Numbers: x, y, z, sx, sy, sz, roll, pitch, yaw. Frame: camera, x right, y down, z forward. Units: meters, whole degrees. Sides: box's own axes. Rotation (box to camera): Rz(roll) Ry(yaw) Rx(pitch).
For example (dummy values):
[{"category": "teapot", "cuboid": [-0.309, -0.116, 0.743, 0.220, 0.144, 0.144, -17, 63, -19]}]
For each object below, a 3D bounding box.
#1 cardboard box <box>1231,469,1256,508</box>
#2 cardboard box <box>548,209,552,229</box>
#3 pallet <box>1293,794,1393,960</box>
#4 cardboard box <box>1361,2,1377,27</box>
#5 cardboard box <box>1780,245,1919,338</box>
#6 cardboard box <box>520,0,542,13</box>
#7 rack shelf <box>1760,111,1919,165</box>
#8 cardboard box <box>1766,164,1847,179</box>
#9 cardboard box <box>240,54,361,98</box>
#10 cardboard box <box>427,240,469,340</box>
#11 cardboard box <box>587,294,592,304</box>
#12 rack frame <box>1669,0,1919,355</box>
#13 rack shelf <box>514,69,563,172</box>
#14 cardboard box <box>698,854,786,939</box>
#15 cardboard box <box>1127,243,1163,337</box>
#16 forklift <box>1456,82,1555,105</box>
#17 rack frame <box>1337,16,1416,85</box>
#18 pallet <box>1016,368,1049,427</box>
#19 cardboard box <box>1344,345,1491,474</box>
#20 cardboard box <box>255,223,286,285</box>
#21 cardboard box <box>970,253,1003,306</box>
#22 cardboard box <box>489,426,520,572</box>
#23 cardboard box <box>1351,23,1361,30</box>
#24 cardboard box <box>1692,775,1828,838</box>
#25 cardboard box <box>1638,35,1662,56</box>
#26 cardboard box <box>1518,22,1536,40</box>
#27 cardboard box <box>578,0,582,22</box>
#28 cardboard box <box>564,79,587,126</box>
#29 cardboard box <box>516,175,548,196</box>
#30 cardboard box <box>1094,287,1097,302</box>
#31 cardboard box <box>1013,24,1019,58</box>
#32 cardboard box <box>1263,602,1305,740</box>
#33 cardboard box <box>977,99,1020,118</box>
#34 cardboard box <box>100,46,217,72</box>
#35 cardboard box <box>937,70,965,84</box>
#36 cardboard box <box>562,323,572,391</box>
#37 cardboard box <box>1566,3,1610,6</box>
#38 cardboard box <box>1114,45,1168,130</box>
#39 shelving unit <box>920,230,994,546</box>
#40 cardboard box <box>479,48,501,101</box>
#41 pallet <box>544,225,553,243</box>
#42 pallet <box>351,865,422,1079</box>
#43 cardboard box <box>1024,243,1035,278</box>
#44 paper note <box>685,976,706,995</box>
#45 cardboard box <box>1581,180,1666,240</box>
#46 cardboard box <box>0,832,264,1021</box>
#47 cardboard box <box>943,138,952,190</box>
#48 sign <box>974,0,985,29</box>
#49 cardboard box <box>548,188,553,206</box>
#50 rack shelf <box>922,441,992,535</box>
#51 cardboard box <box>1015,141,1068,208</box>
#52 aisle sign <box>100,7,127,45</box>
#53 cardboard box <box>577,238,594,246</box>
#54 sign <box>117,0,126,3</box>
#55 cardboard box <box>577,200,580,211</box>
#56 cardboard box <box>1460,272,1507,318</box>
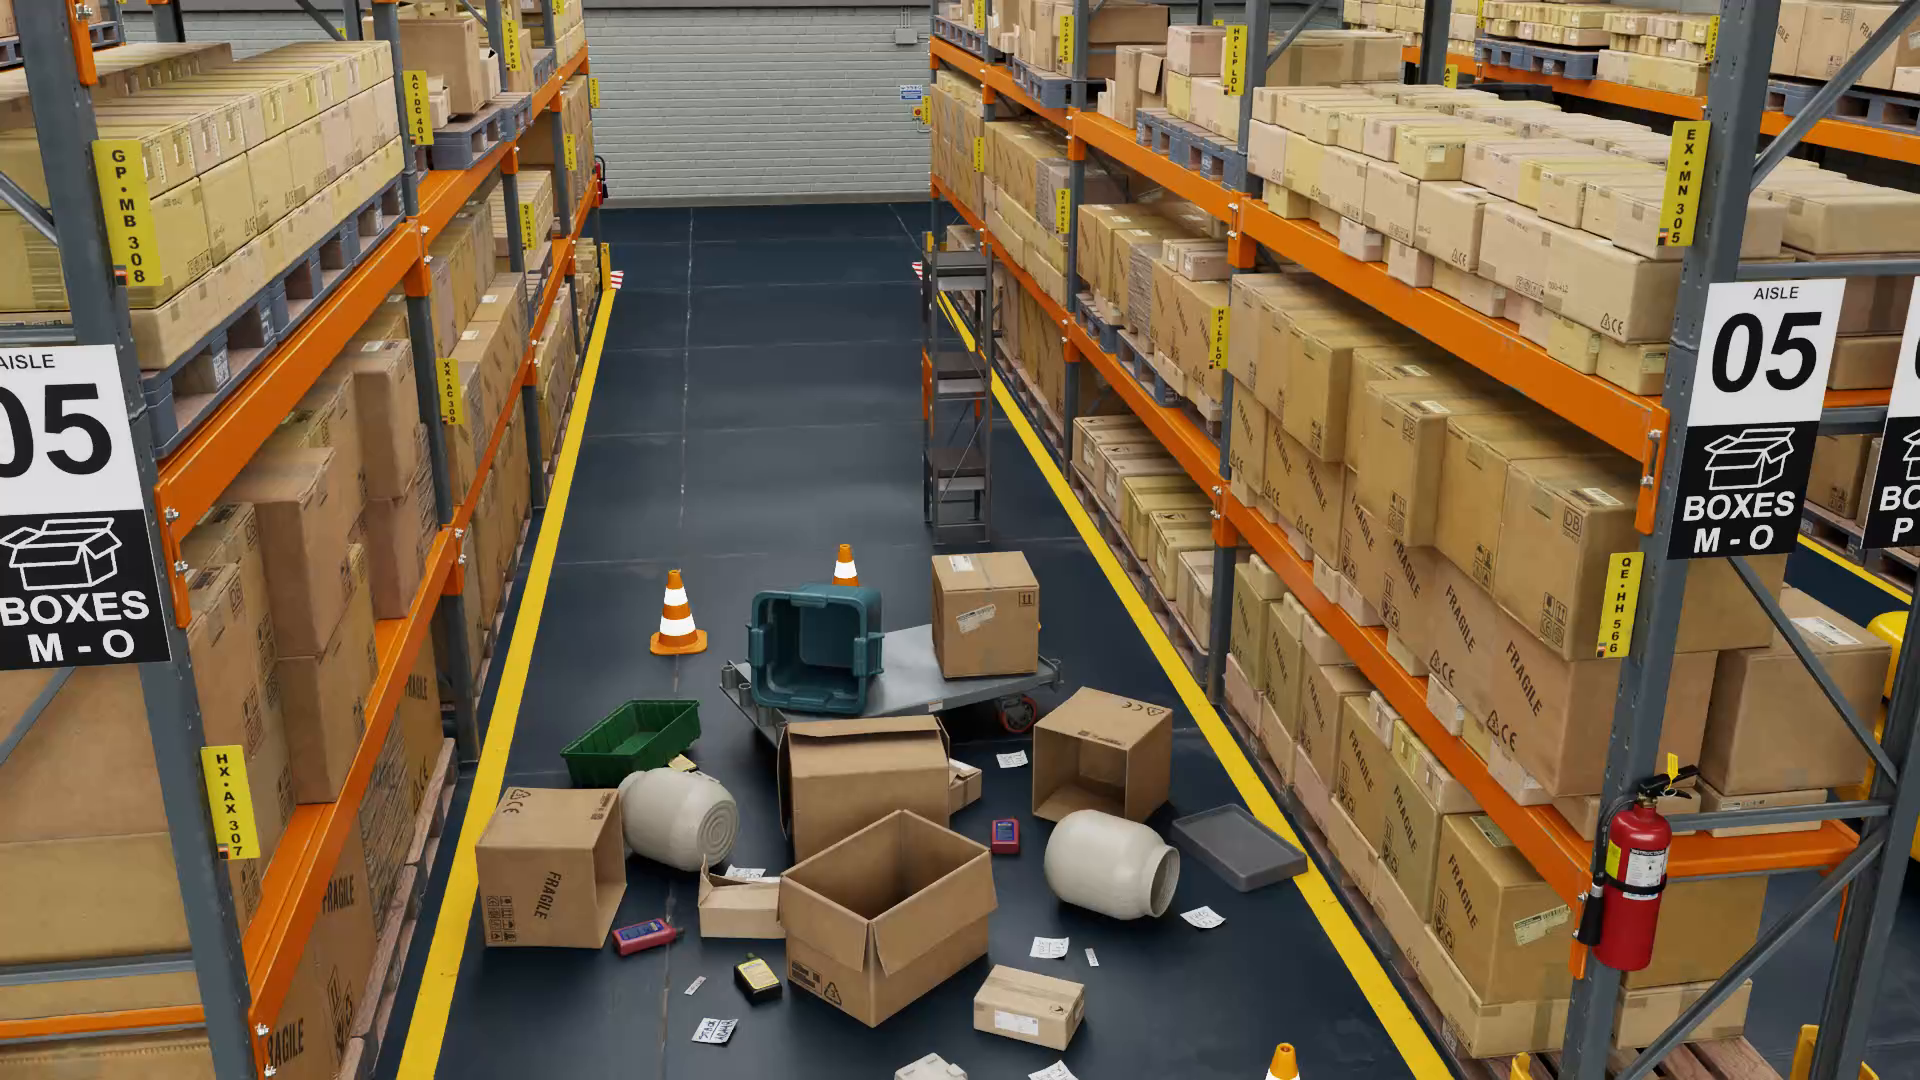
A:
[{"category": "cardboard box", "cuboid": [1.613, -0.282, 8.544, 0.380, 0.149, 0.250, -3, 21, -8]}, {"category": "cardboard box", "cuboid": [-3.861, -2.872, 14.878, 0.380, 0.149, 0.250, -3, 21, -7]}, {"category": "pallet", "cuboid": [2.196, 1.435, 7.572, 1.003, 0.211, 1.213, -3, 21, -8]}, {"category": "cardboard box", "cuboid": [4.954, -6.064, 19.166, 0.500, 0.250, 0.500, -3, 21, -7]}, {"category": "cardboard box", "cuboid": [2.653, -0.802, 5.079, 0.500, 0.250, 0.500, -3, 21, -9]}, {"category": "cardboard box", "cuboid": [-3.954, -4.879, 15.136, 0.380, 0.149, 0.250, -3, 21, -9]}, {"category": "rack shelf", "cuboid": [6.508, -2.538, 10.964, 1.077, 0.370, 4.000, -3, 21, -8]}, {"category": "cardboard box", "cuboid": [2.585, -1.111, 5.336, 0.380, 0.149, 0.250, -3, 21, -8]}, {"category": "cardboard box", "cuboid": [-2.523, -1.774, 6.367, 0.380, 0.149, 0.250, -3, 21, -7]}, {"category": "cardboard box", "cuboid": [-3.296, -1.455, 9.754, 0.700, 0.500, 0.500, -3, 21, -8]}, {"category": "cardboard box", "cuboid": [-4.189, -2.640, 17.971, 0.380, 0.149, 0.250, -3, 21, -7]}, {"category": "rack frame", "cuboid": [2.462, -1.951, 4.078, 1.000, 3.000, 0.127, -3, 21, -8]}, {"category": "rack shelf", "cuboid": [-3.864, -3.386, 13.237, 1.077, 0.370, 4.000, -3, 21, -8]}, {"category": "cardboard box", "cuboid": [-0.928, 1.542, 7.207, 0.396, 0.266, 0.258, 1, 20, 2]}, {"category": "cardboard box", "cuboid": [1.374, -1.589, 10.514, 0.500, 0.500, 0.500, -4, 21, -10]}, {"category": "forklift", "cuboid": [4.168, -1.877, 12.553, 1.130, 2.935, 3.031, -6, 21, -15]}, {"category": "rack frame", "cuboid": [5.067, -4.932, 20.633, 1.000, 3.000, 0.127, -3, 21, -8]}, {"category": "pallet", "cuboid": [1.097, -1.302, 14.901, 1.003, 0.211, 1.213, -3, 21, -8]}, {"category": "cardboard box", "cuboid": [1.997, -0.488, 6.737, 0.700, 0.500, 0.500, -3, 21, -8]}, {"category": "cardboard box", "cuboid": [-2.300, -0.871, 5.091, 0.380, 0.149, 0.250, -3, 21, -8]}, {"category": "cardboard box", "cuboid": [0.618, -2.824, 18.053, 0.875, 0.438, 0.875, -4, 21, -9]}, {"category": "cardboard box", "cuboid": [-3.447, -0.251, 10.715, 1.050, 0.750, 0.750, -3, 21, -7]}, {"category": "cardboard box", "cuboid": [4.882, -6.097, 19.826, 0.380, 0.149, 0.250, -2, 21, -7]}, {"category": "cardboard box", "cuboid": [2.618, 0.849, 5.514, 0.380, 0.149, 0.250, -3, 21, -8]}, {"category": "cardboard box", "cuboid": [5.821, -4.061, 13.660, 0.380, 0.149, 0.250, -3, 21, -8]}, {"category": "cardboard box", "cuboid": [5.381, -4.688, 15.311, 0.380, 0.149, 0.250, -3, 21, -7]}, {"category": "cardboard box", "cuboid": [-4.410, -5.818, 18.219, 0.500, 0.250, 0.500, -4, 21, -9]}, {"category": "cardboard box", "cuboid": [-4.343, -4.729, 18.093, 0.500, 0.500, 0.500, -4, 21, -10]}, {"category": "cardboard box", "cuboid": [-3.861, -3.146, 14.761, 0.380, 0.149, 0.250, -4, 21, -9]}, {"category": "cardboard box", "cuboid": [1.179, -1.768, 11.921, 0.380, 0.149, 0.250, -4, 21, -11]}, {"category": "cardboard box", "cuboid": [0.649, -4.184, 13.936, 0.396, 0.266, 0.258, -1, 21, -3]}, {"category": "cardboard box", "cuboid": [1.792, 0.617, 8.034, 0.500, 0.500, 0.500, -2, 21, -6]}, {"category": "cardboard box", "cuboid": [0.373, -4.205, 16.188, 0.380, 0.149, 0.250, -3, 21, -9]}, {"category": "cardboard box", "cuboid": [-3.245, -1.914, 6.742, 0.380, 0.149, 0.250, -3, 21, -8]}, {"category": "cardboard box", "cuboid": [-0.067, -5.362, 19.287, 0.380, 0.149, 0.250, -2, 21, -7]}, {"category": "cardboard box", "cuboid": [-3.722, -1.615, 14.726, 0.500, 0.500, 0.500, -3, 21, -9]}, {"category": "cardboard box", "cuboid": [5.906, -4.945, 15.573, 0.380, 0.149, 0.250, -3, 21, -9]}, {"category": "cardboard box", "cuboid": [1.435, -3.034, 11.121, 0.700, 0.500, 0.500, -3, 21, -8]}, {"category": "shelving unit", "cuboid": [-0.024, -1.041, 11.502, 0.431, 2.100, 0.503, -3, 21, -8]}, {"category": "cardboard box", "cuboid": [-3.128, -2.886, 10.253, 0.500, 0.311, 0.500, -3, 21, -8]}, {"category": "pallet", "cuboid": [-4.186, -2.649, 14.795, 1.003, 0.211, 1.213, -3, 21, -8]}, {"category": "pallet", "cuboid": [-2.787, 1.756, 6.712, 1.003, 0.211, 1.213, -3, 21, -8]}, {"category": "cardboard box", "cuboid": [0.833, -2.353, 13.944, 0.500, 0.250, 0.500, -3, 21, -8]}, {"category": "paper note", "cuboid": [-1.084, 1.826, 6.814, 0.032, 0.001, 0.123, 8, 22, 20]}, {"category": "cardboard box", "cuboid": [2.122, -0.995, 5.025, 0.380, 0.149, 0.250, -3, 21, -7]}, {"category": "cardboard box", "cuboid": [-2.520, 0.948, 4.677, 0.875, 0.550, 0.550, -3, 21, -8]}, {"category": "cardboard box", "cuboid": [0.096, -4.196, 18.519, 0.500, 0.500, 0.500, -3, 21, -8]}, {"category": "sign", "cuboid": [0.183, -4.951, 15.546, 0.100, 0.325, 0.005, -3, 21, -8]}, {"category": "cardboard box", "cuboid": [-3.899, -3.101, 15.066, 0.380, 0.149, 0.250, -2, 21, -6]}, {"category": "rack shelf", "cuboid": [-0.024, -0.372, 11.752, 0.431, 0.518, 0.480, -3, 21, -8]}, {"category": "cardboard box", "cuboid": [0.762, -3.116, 14.201, 0.500, 0.500, 0.500, -3, 21, -9]}, {"category": "aisle sign", "cuboid": [-9.365, -5.438, 18.274, 0.394, 0.787, 0.004, -3, 21, -8]}, {"category": "cardboard box", "cuboid": [-4.401, -3.365, 19.062, 0.380, 0.149, 0.250, -3, 21, -7]}, {"category": "sign", "cuboid": [-9.112, -5.986, 18.016, 0.100, 0.325, 0.005, -3, 21, -8]}, {"category": "cardboard box", "cuboid": [-4.107, -3.461, 17.054, 0.380, 0.149, 0.250, -2, 21, -5]}, {"category": "cardboard box", "cuboid": [2.007, -0.890, 5.885, 0.380, 0.149, 0.250, -3, 21, -8]}]
